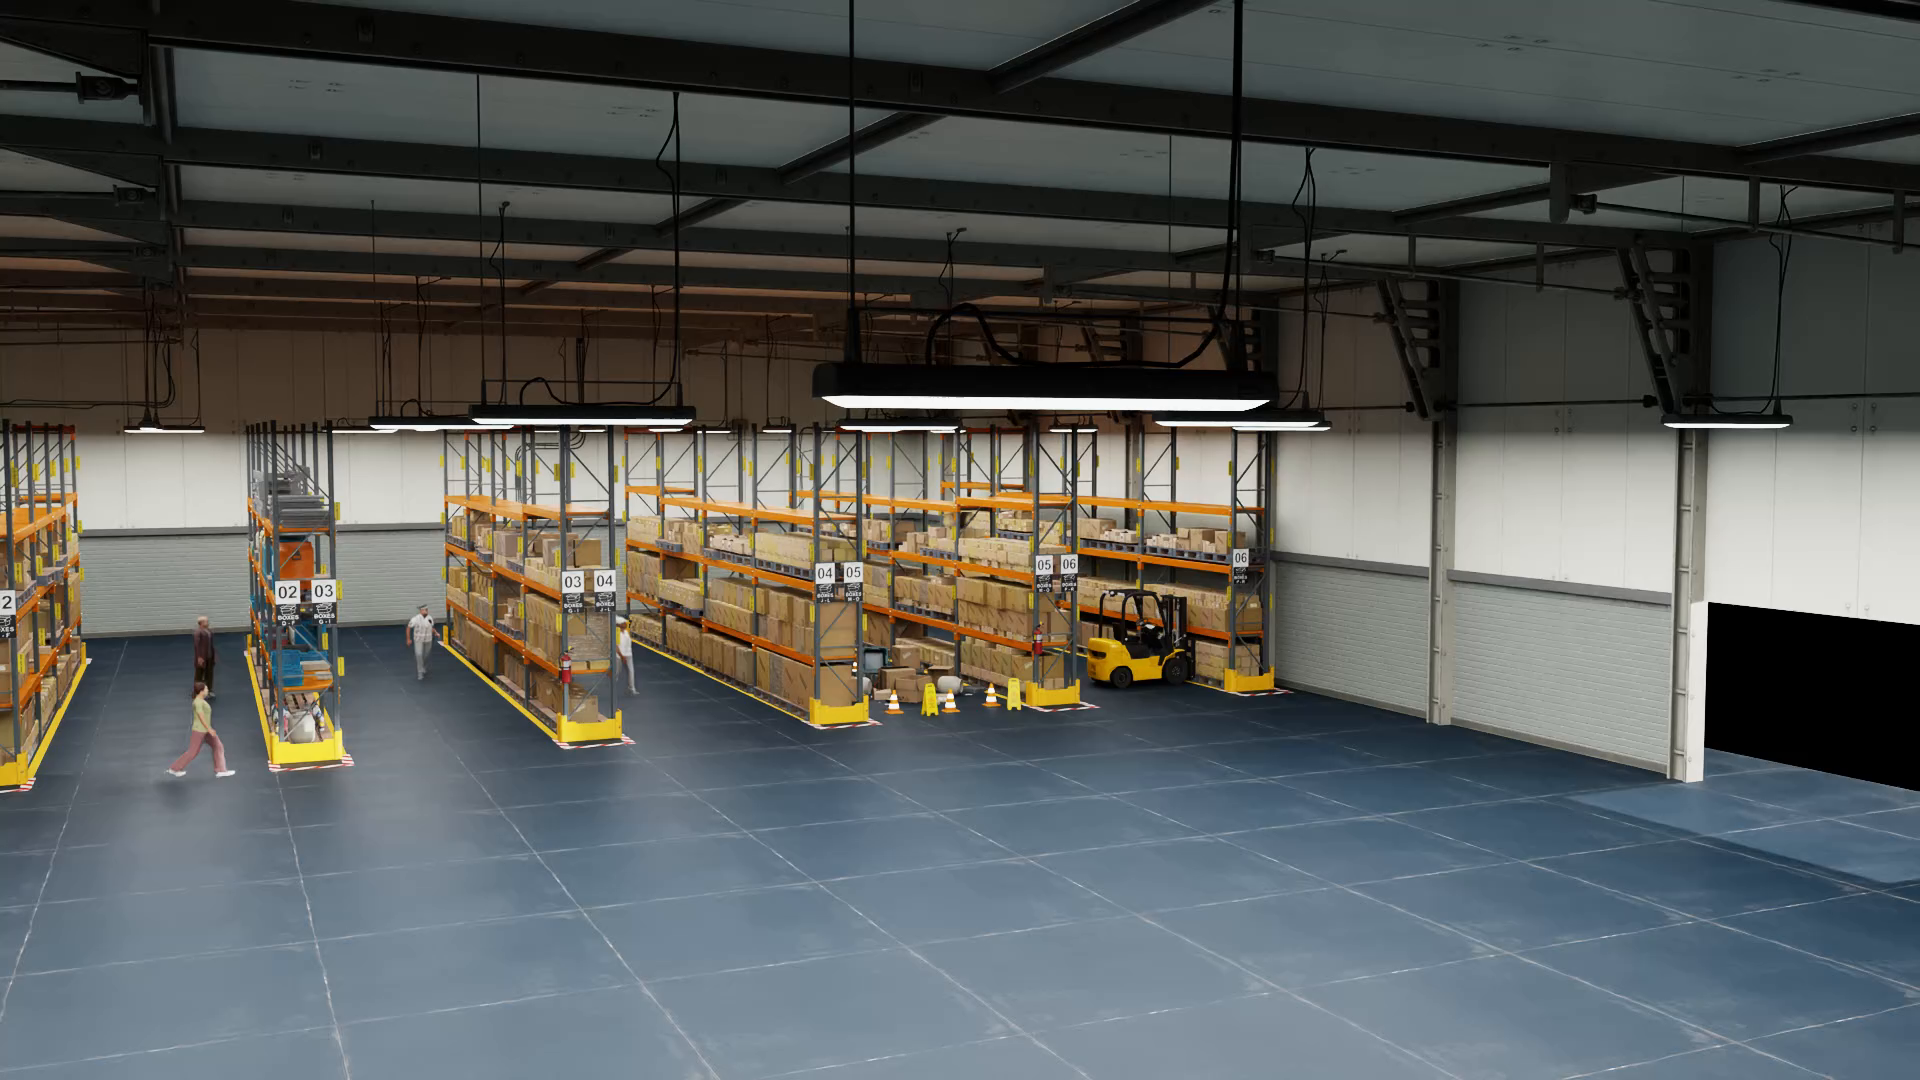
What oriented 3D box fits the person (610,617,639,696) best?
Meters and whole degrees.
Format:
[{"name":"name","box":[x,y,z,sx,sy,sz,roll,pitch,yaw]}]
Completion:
[{"name":"person","box":[-7.441,2.565,36.667,0.492,1.727,1.002,-2,4,-32]}]

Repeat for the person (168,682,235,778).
[{"name":"person","box":[-12.679,3.178,27.757,1.015,1.617,0.435,0,4,-5]}]

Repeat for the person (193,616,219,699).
[{"name":"person","box":[-16.516,2.557,36.329,0.414,1.795,0.628,1,4,18]}]

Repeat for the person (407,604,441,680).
[{"name":"person","box":[-12.782,2.397,39.597,0.747,1.764,0.995,-2,4,-25]}]
